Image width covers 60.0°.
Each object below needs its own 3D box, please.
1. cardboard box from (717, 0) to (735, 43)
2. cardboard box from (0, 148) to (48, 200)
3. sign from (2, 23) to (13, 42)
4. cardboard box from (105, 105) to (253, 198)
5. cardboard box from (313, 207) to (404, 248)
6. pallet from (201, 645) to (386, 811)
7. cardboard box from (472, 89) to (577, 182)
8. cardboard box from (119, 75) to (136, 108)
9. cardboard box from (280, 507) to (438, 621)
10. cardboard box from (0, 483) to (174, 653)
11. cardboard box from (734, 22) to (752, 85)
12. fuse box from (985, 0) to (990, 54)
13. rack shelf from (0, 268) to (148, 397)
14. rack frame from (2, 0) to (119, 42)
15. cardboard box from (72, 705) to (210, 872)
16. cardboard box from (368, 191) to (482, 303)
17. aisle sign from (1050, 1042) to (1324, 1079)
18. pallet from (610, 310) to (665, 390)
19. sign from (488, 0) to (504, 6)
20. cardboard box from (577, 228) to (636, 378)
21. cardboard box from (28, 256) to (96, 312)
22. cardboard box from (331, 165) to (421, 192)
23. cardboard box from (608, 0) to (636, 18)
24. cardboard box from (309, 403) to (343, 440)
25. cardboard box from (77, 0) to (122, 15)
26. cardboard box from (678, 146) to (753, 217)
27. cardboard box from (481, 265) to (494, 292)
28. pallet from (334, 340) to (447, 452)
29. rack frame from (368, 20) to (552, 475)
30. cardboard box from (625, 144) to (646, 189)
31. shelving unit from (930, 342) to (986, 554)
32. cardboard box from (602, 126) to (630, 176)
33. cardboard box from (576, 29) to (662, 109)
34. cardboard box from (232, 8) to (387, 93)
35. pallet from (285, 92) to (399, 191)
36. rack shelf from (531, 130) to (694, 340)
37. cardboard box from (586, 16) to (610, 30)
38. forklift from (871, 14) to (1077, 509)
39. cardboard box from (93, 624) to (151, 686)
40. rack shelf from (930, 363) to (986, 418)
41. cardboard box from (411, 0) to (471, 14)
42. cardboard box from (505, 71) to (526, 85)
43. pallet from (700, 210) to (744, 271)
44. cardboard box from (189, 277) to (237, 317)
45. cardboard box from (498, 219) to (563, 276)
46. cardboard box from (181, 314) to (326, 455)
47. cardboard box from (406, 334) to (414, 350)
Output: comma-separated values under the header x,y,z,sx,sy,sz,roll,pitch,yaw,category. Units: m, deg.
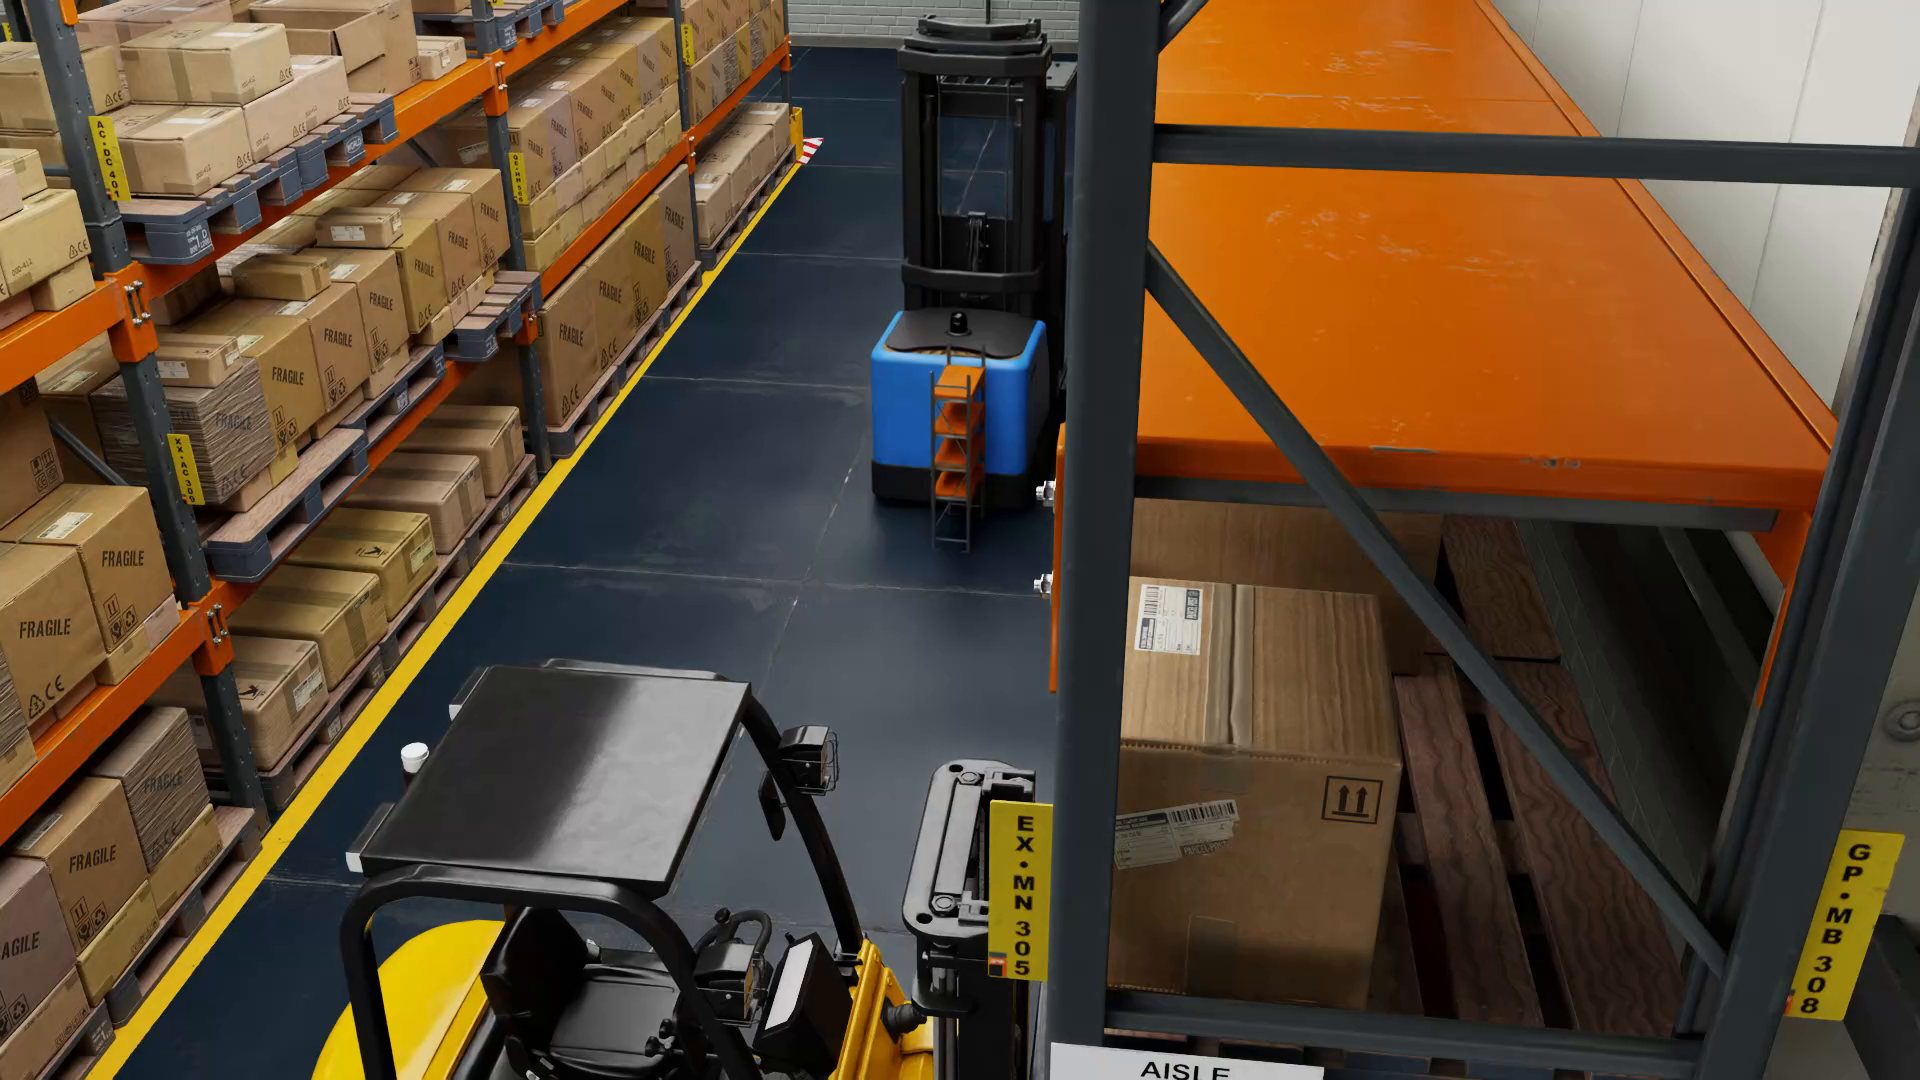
x,y,z,sx,sy,sz,roll,pitch,yaw,category
-2.387,-4.881,15.279,0.500,0.500,0.500,4,29,7,cardboard box
-3.630,-1.342,6.132,0.380,0.149,0.250,4,29,7,cardboard box
-8.292,-4.358,14.555,0.100,0.325,0.005,3,28,6,sign
-3.338,-1.634,6.965,0.500,0.250,0.500,3,28,5,cardboard box
-3.238,-1.684,8.960,0.380,0.149,0.250,2,28,4,cardboard box
-3.714,0.918,8.615,1.003,0.211,1.213,3,28,6,pallet
-2.963,-2.762,11.346,0.500,0.500,0.500,3,29,6,cardboard box
-3.813,-1.903,7.465,0.500,0.250,0.500,4,29,7,cardboard box
-3.578,0.116,9.491,0.950,0.372,0.625,4,29,8,cardboard box
-3.615,0.106,6.764,0.500,0.500,0.500,3,28,5,cardboard box
-2.314,-4.671,15.944,0.500,0.500,0.500,4,29,8,cardboard box
0.397,-7.489,22.639,0.539,1.711,0.414,3,28,6,fuse box
-4.053,-0.005,4.985,1.077,0.370,4.000,3,28,6,rack shelf
-7.753,-3.948,14.709,1.000,3.000,0.127,3,28,6,rack frame
-3.614,1.047,7.102,0.500,0.500,0.500,3,28,5,cardboard box
-3.150,-1.711,9.694,0.500,0.500,0.500,3,28,5,cardboard box
0.329,1.096,2.604,0.394,0.787,0.004,3,28,6,aisle sign
-2.994,-1.537,13.173,1.003,0.211,1.213,3,28,6,pallet
-2.779,-3.341,9.874,0.100,0.325,0.005,3,28,6,sign
-3.037,-1.815,12.546,0.875,0.875,0.875,4,29,7,cardboard box
-3.543,-0.986,6.312,0.380,0.149,0.250,3,29,6,cardboard box
-3.603,-1.987,10.206,0.500,0.500,0.500,3,28,5,cardboard box
-3.044,-4.431,14.444,0.500,0.500,0.500,3,28,6,cardboard box
-3.355,-0.632,8.375,0.380,0.149,0.250,4,29,7,cardboard box
-7.456,-4.762,14.745,0.500,0.500,0.500,4,29,7,cardboard box
-2.535,-3.476,16.090,0.875,0.438,0.875,3,28,5,cardboard box
-3.085,-1.601,10.174,0.380,0.149,0.250,4,29,7,cardboard box
-3.520,-0.807,9.079,1.003,0.211,1.213,3,28,6,pallet
-3.318,-1.826,10.768,1.000,3.000,0.127,3,28,6,rack frame
-2.777,-2.940,12.996,0.500,0.250,0.500,3,28,5,cardboard box
-0.009,-0.569,10.334,0.258,1.200,0.503,5,29,10,shelving unit
-2.798,-2.919,12.428,0.500,0.250,0.500,4,29,7,cardboard box
-2.689,-3.724,13.132,0.500,0.500,0.500,4,29,7,cardboard box
-3.476,-2.472,8.696,0.797,0.503,0.637,3,28,6,cardboard box
-3.503,-1.953,8.041,1.213,0.211,1.003,3,28,6,pallet
-3.073,-2.450,12.686,1.077,0.370,4.000,3,28,6,rack shelf
-3.167,-4.002,13.649,0.500,0.500,0.500,4,29,7,cardboard box
0.202,-2.172,11.484,1.130,2.935,3.031,5,29,10,forklift
-3.568,0.455,6.800,0.380,0.149,0.250,4,29,7,cardboard box
-0.009,-0.915,10.147,0.258,0.148,0.480,5,29,10,rack shelf
-3.421,-3.563,10.278,0.797,0.503,0.637,2,28,3,cardboard box
-3.392,-3.044,11.869,0.500,0.500,0.500,3,28,6,cardboard box
-2.657,-2.834,15.580,1.003,0.211,1.213,3,28,6,pallet
-3.850,-1.009,8.391,0.500,0.500,0.500,4,29,8,cardboard box
-3.008,-1.975,11.204,0.500,0.250,0.500,3,28,5,cardboard box
-3.405,-0.742,7.896,0.500,0.500,0.500,3,29,6,cardboard box
-3.286,-1.121,9.282,0.380,0.149,0.250,4,29,7,cardboard box
